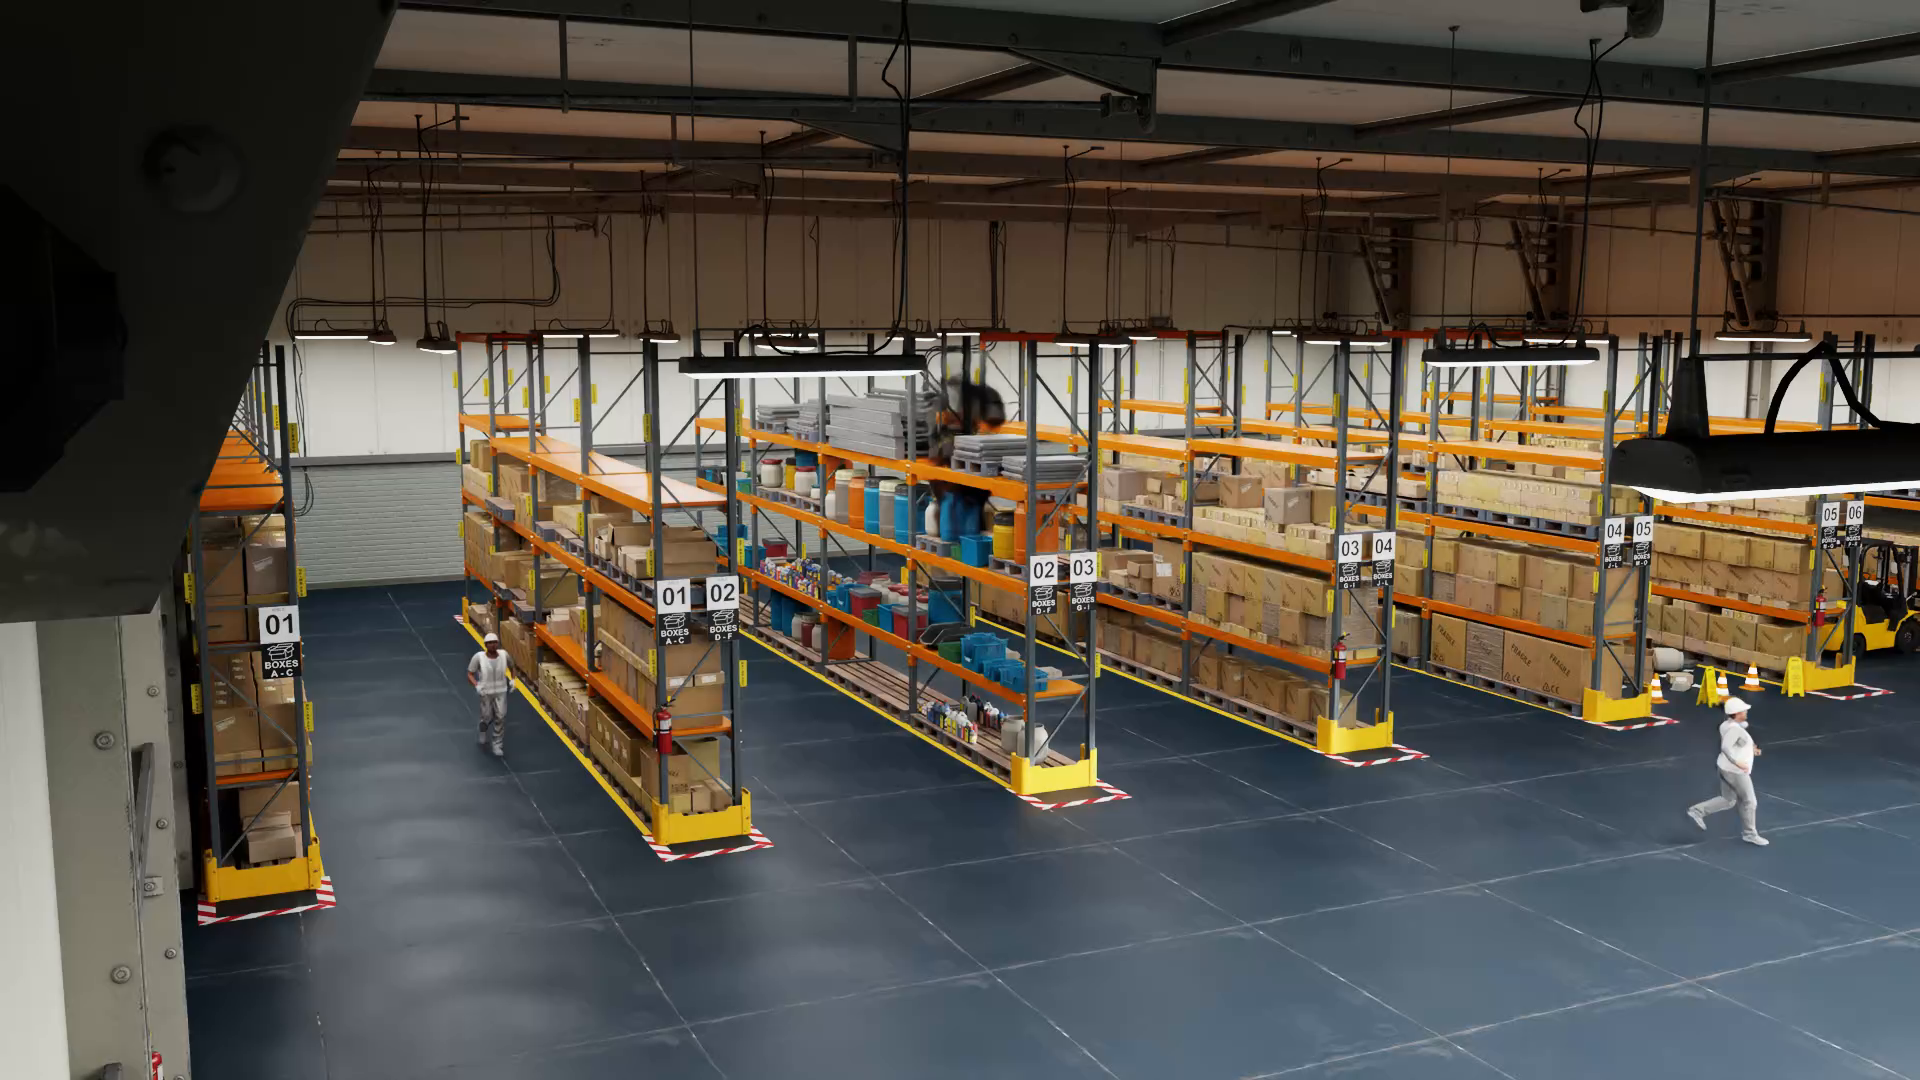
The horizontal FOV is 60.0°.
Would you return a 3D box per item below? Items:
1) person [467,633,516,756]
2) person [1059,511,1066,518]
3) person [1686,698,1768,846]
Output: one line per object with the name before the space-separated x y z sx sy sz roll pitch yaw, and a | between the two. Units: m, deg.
person | -6.796 2.215 24.201 0.707 1.763 0.693 -4 9 -28
person | 2.407 0.029 40.635 0.637 1.686 0.816 5 9 31
person | 9.283 2.775 20.006 0.928 1.778 0.663 1 8 8
